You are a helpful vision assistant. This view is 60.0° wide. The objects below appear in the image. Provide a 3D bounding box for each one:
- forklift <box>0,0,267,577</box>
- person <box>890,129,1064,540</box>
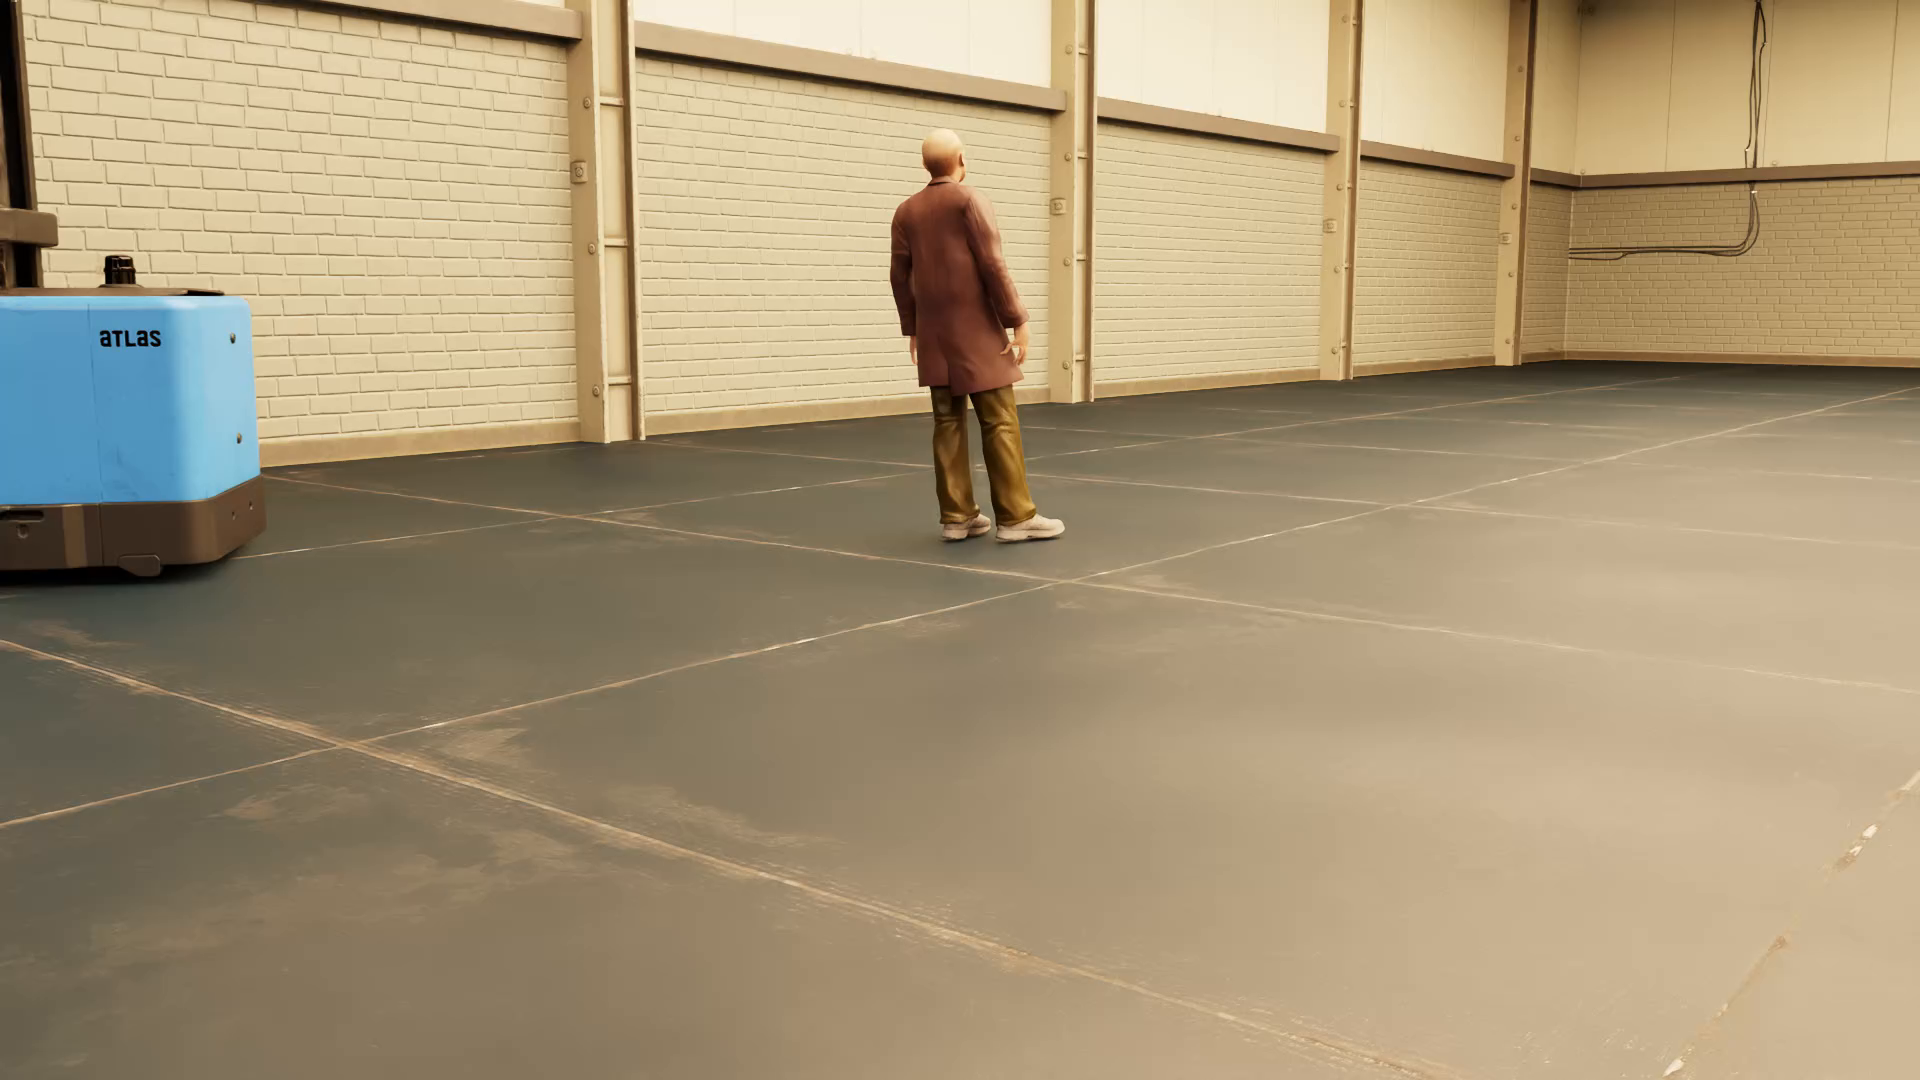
[{"bbox_3d":[-4.417,-1.323,6.323,3.031,2.935,1.130,-2,8,-11],"label":"forklift"},{"bbox_3d":[0.061,-0.896,7.342,0.694,1.776,0.582,7,11,38],"label":"person"}]
